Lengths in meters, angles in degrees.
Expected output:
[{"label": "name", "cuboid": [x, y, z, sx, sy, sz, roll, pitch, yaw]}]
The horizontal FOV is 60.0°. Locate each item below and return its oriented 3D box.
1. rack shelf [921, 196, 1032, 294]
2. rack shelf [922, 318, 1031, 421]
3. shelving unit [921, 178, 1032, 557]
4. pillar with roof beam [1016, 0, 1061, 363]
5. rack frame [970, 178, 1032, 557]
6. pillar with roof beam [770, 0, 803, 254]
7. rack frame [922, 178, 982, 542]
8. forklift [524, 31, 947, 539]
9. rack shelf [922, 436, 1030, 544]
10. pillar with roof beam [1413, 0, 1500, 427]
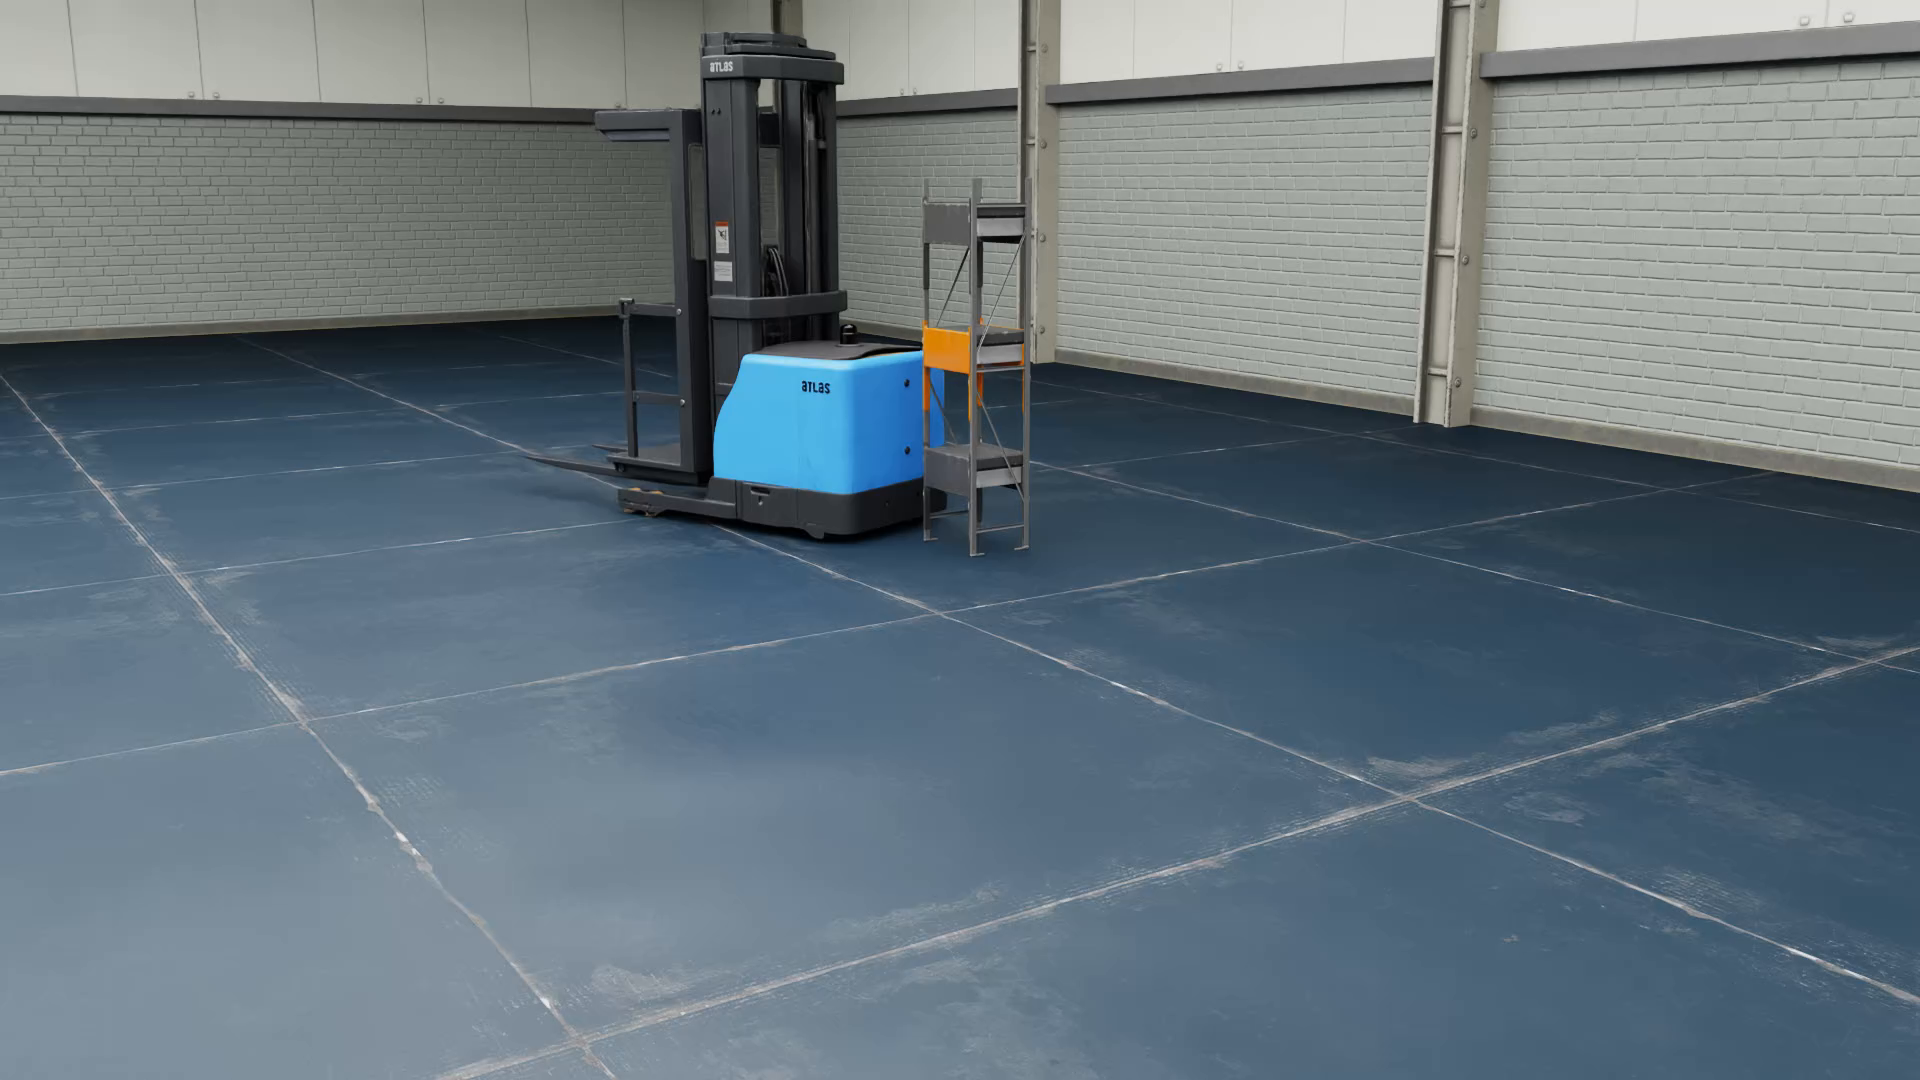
[{"label": "rack shelf", "cuboid": [0.092, -1.667, 9.356, 0.431, 0.518, 0.480, -8, 15, -33]}, {"label": "rack shelf", "cuboid": [0.092, -0.983, 9.506, 0.431, 0.518, 0.480, -8, 15, -33]}, {"label": "shelving unit", "cuboid": [0.092, -0.996, 9.503, 0.431, 2.100, 0.503, -8, 15, -33]}, {"label": "pillar with roof beam", "cuboid": [-2.695, -5.974, 16.117, 9.100, 9.000, 0.400, -8, 15, -33]}, {"label": "rack frame", "cuboid": [0.227, -0.953, 9.304, 0.400, 2.100, 0.015, -8, 15, -33]}, {"label": "pillar with roof beam", "cuboid": [-6.019, -7.041, 20.996, 9.100, 9.000, 0.400, -8, 15, -33]}, {"label": "rack frame", "cuboid": [-0.043, -1.040, 9.701, 0.400, 2.100, 0.015, -8, 15, -33]}, {"label": "forklift", "cuboid": [-1.577, -1.660, 10.594, 3.031, 2.935, 1.130, 9, 15, 35]}, {"label": "rack shelf", "cuboid": [0.092, -0.299, 9.655, 0.431, 0.518, 0.480, -8, 15, -33]}, {"label": "pillar with roof beam", "cuboid": [0.630, -4.907, 11.237, 9.100, 9.000, 0.400, -8, 15, -33]}]
